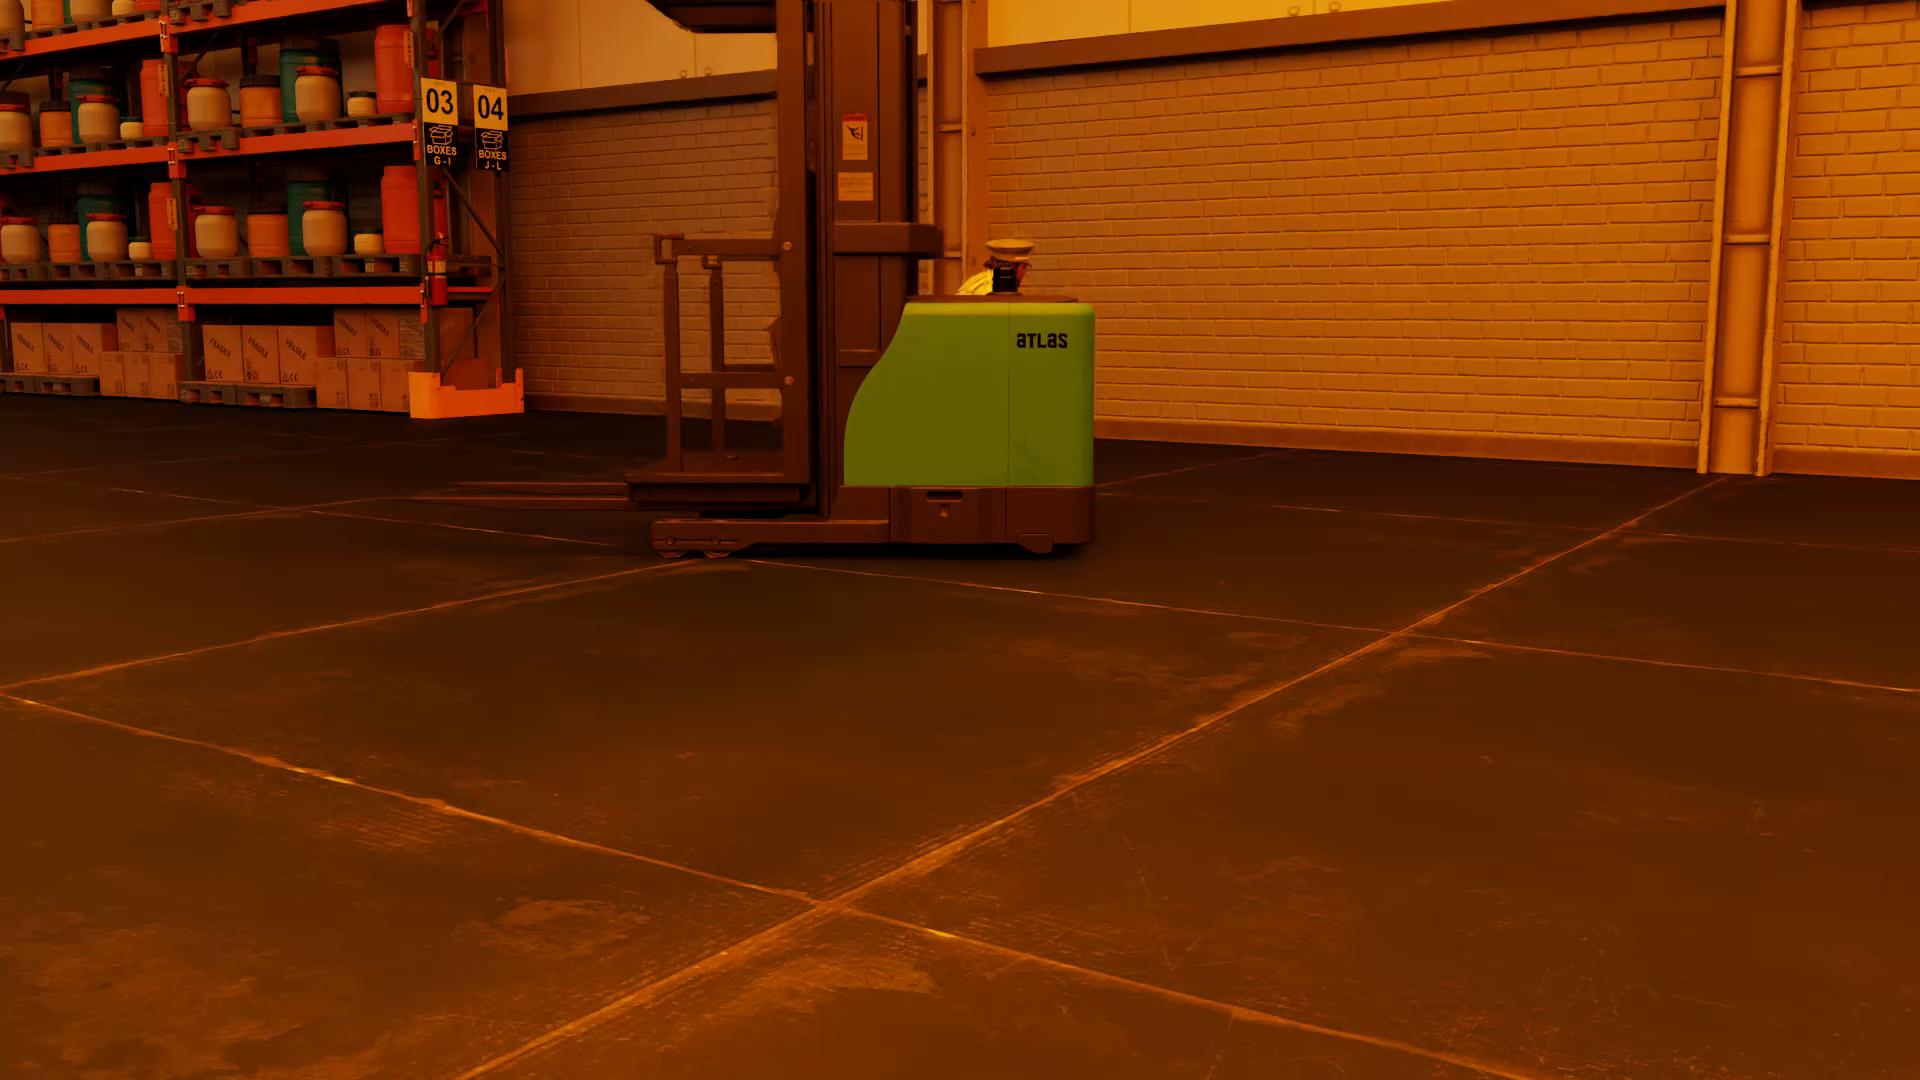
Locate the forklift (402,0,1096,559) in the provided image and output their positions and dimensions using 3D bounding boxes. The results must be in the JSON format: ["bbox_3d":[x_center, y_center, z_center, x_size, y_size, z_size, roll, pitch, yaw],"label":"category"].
[{"bbox_3d":[-0.918,-1.446,7.364,3.031,2.935,1.130,0,8,3],"label":"forklift"}]

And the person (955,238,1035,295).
[{"bbox_3d":[0.317,-0.854,8.647,0.898,1.422,1.095,-3,9,-18],"label":"person"}]
